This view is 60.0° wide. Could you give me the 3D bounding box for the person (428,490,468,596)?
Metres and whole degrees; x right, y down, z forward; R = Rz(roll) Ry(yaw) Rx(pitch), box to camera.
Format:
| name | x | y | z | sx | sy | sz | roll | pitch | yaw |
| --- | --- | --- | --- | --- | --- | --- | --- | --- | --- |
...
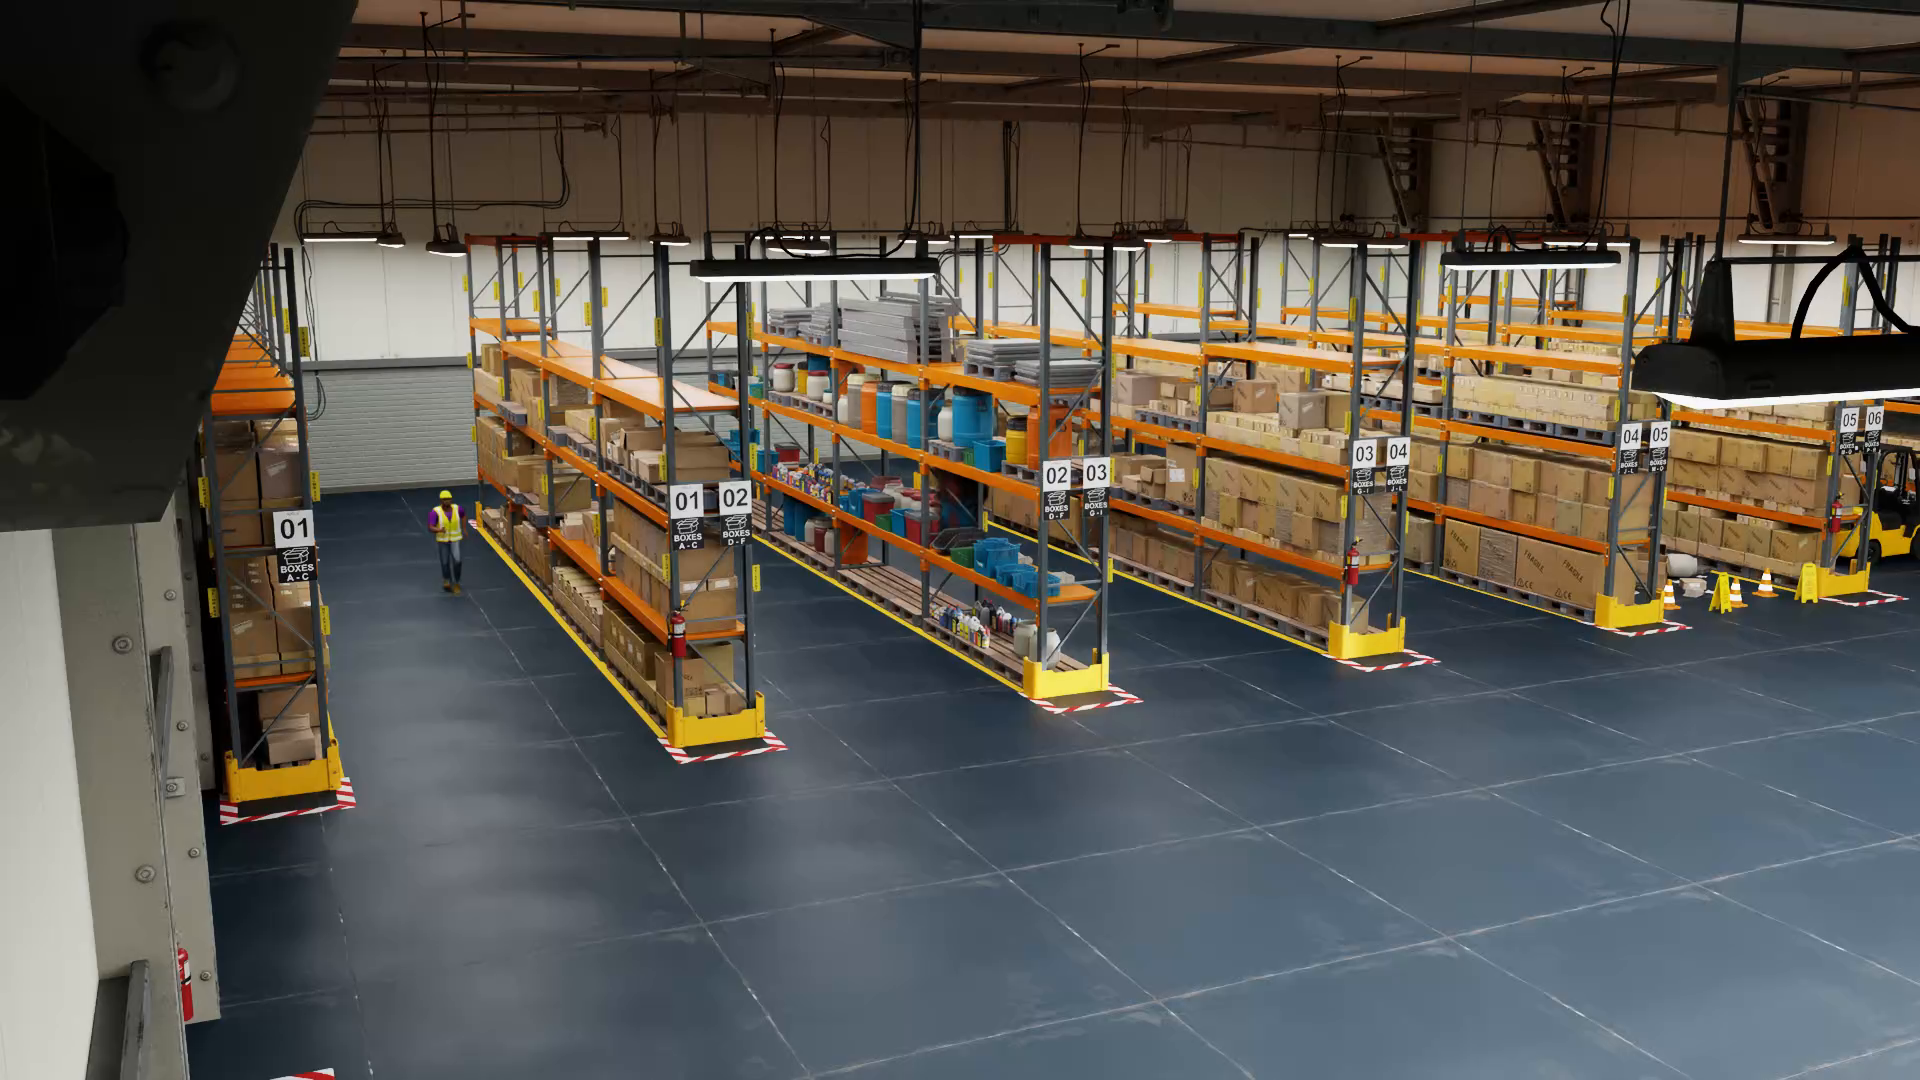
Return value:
| name | x | y | z | sx | sy | sz | roll | pitch | yaw |
| --- | --- | --- | --- | --- | --- | --- | --- | --- | --- |
| person | -8.693 | 0.045 | 28.290 | 0.658 | 1.811 | 0.833 | -4 | 12 | -20 |
